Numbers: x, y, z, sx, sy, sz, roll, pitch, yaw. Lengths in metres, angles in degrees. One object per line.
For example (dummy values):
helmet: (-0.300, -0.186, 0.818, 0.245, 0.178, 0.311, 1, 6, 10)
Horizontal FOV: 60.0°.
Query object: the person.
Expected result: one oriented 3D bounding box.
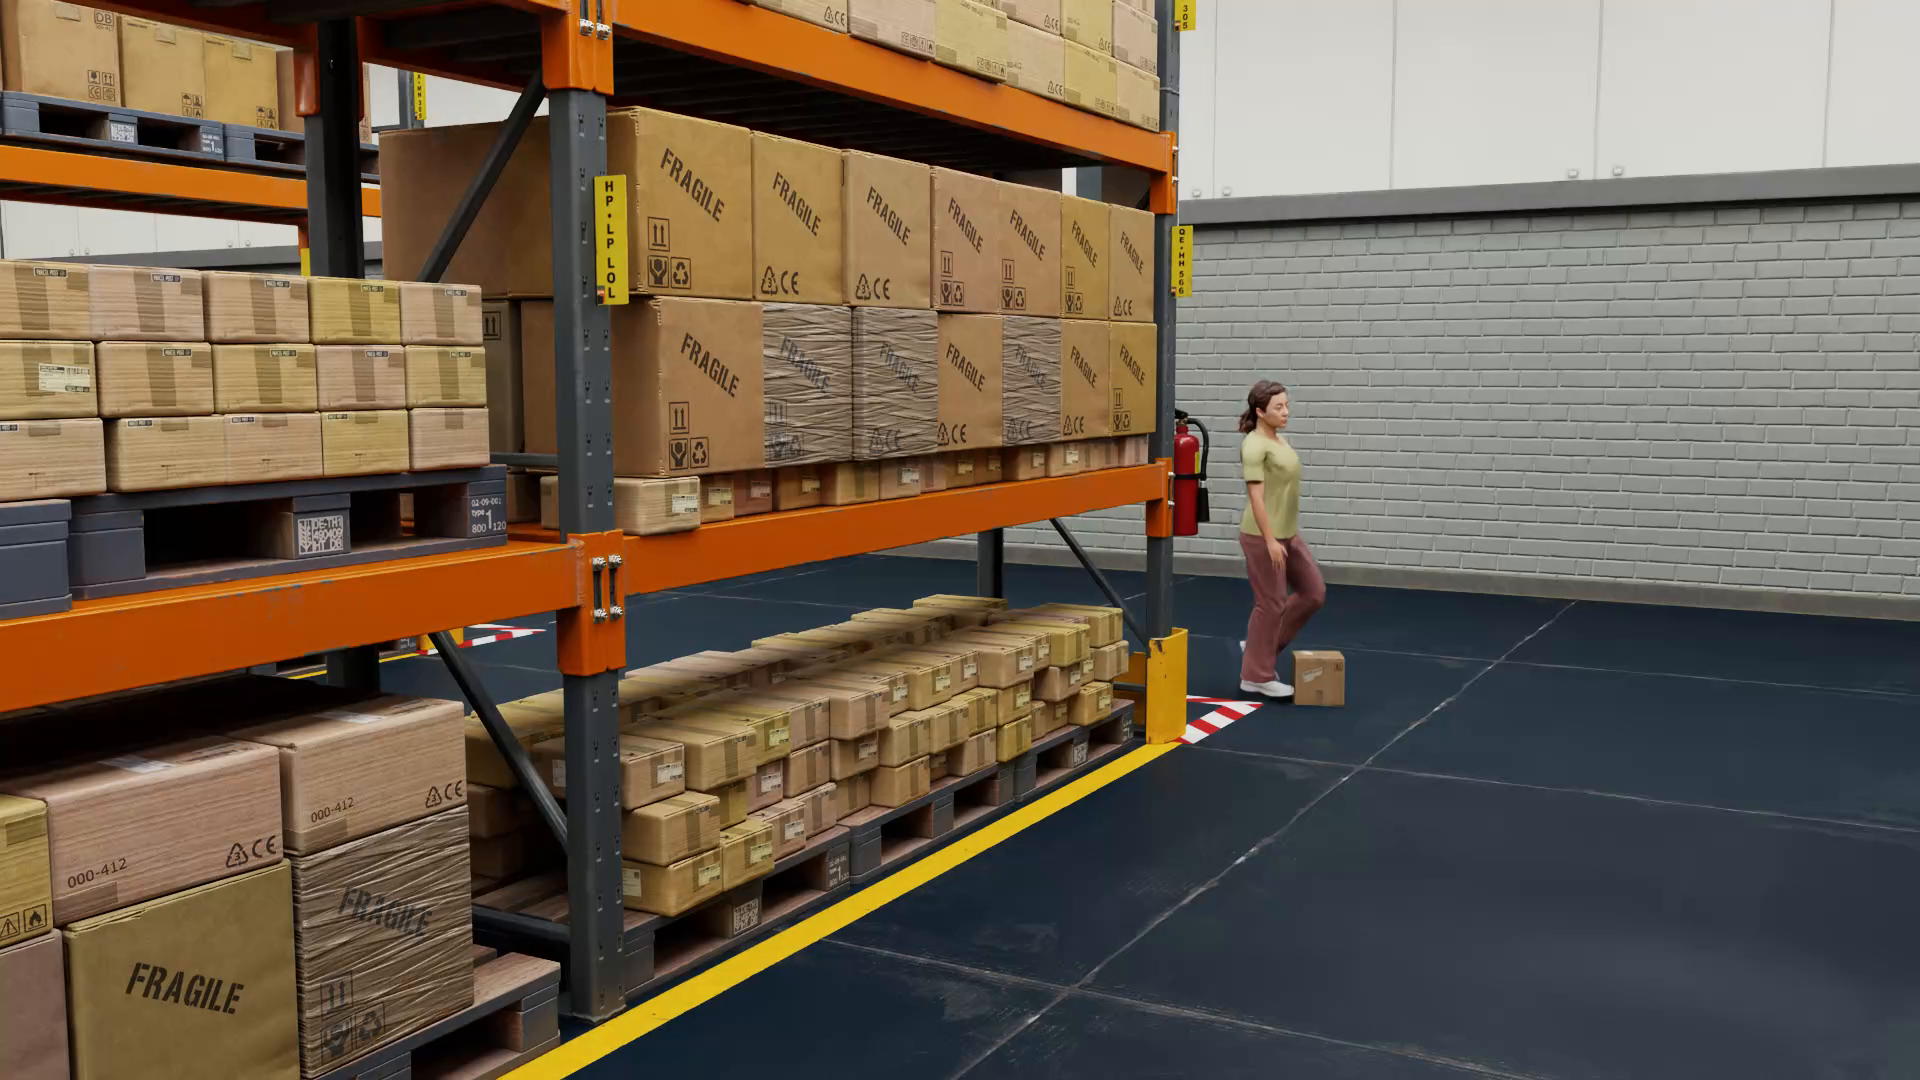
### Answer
person: (1.645, -0.004, 8.710, 0.467, 1.661, 0.498, 4, 7, 31)
